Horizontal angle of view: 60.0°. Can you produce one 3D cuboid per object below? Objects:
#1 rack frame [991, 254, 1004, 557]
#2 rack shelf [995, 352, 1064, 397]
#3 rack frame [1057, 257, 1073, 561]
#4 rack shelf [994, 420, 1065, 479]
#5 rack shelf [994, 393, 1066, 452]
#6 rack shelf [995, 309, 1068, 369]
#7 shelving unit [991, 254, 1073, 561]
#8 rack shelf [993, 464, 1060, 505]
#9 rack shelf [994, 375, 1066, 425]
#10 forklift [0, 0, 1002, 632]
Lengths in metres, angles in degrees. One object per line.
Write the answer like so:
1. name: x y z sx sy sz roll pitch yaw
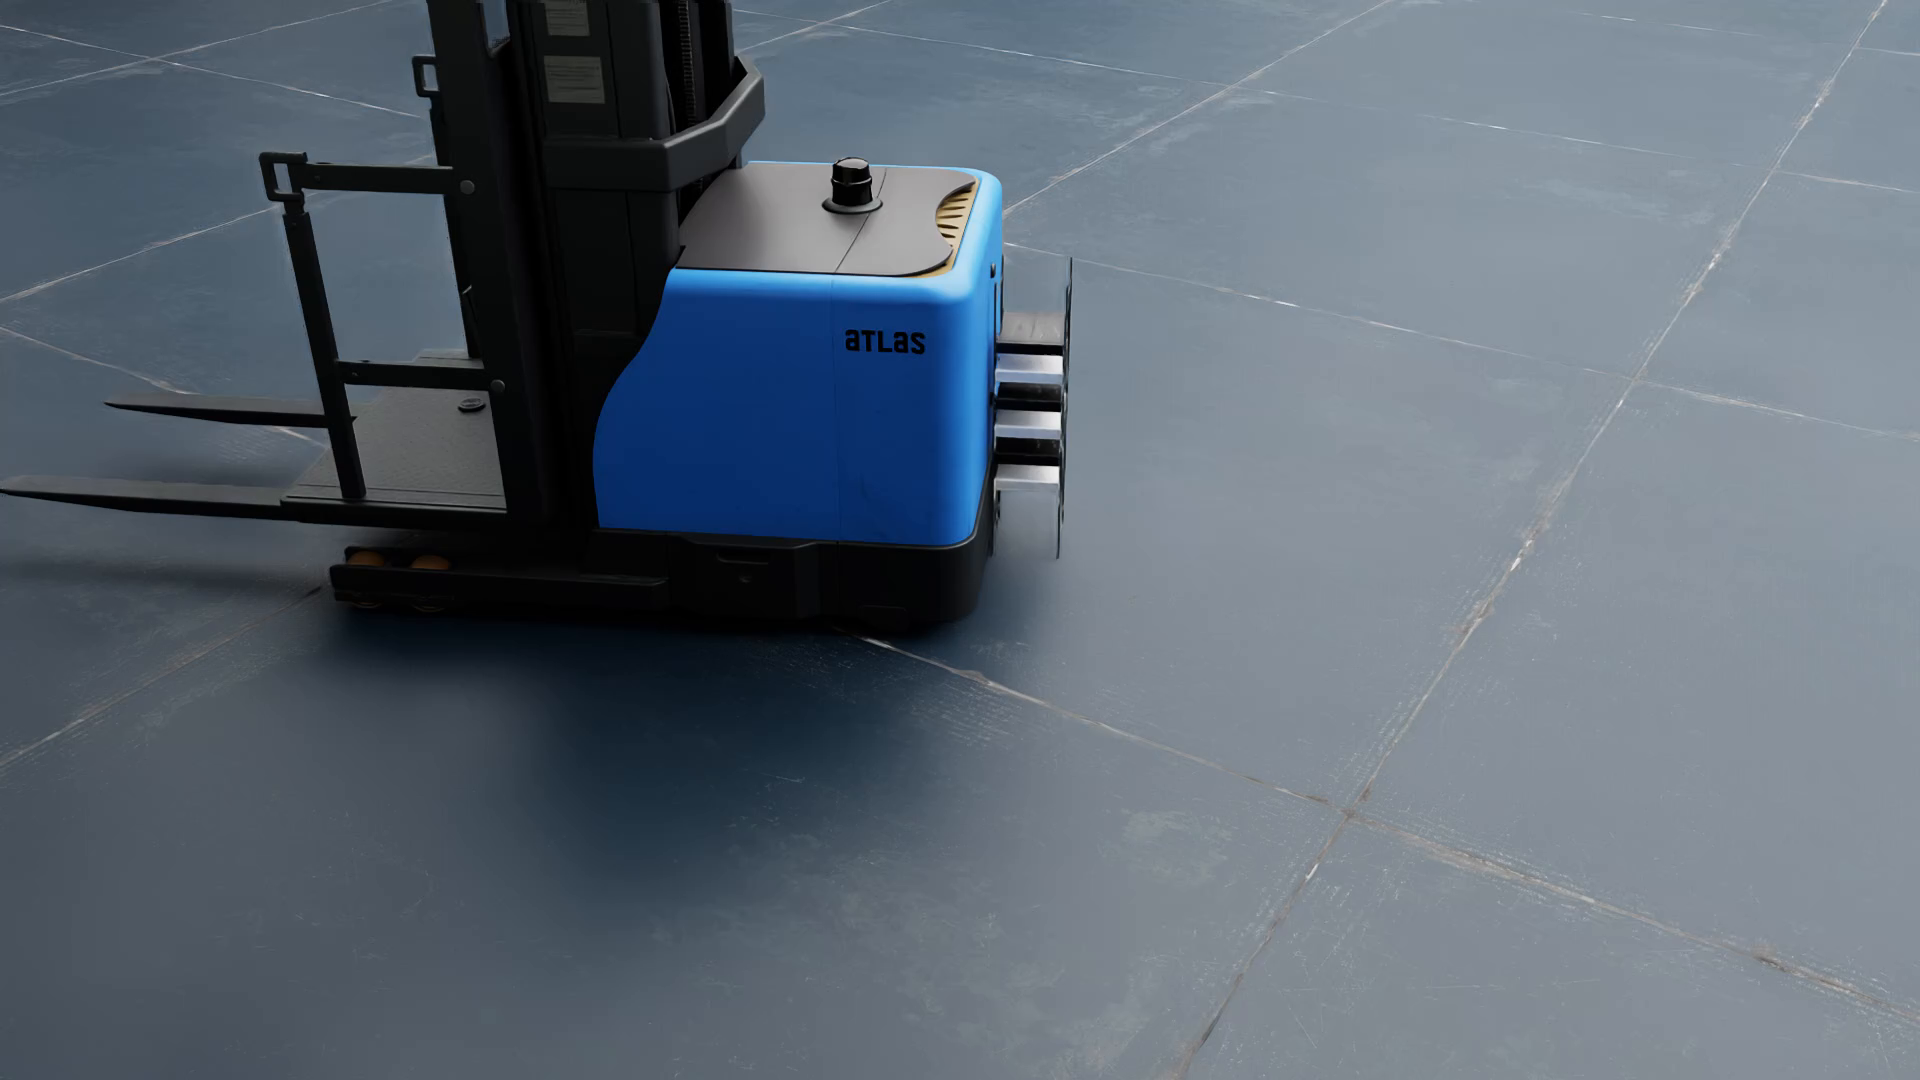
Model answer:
1. rack frame: 0.113 -0.396 5.036 0.006 0.900 0.240 3 30 5
2. rack shelf: 0.214 -0.517 4.953 0.200 0.077 0.258 3 30 5
3. rack frame: 0.315 -0.385 5.017 0.006 0.900 0.240 3 30 5
4. rack shelf: 0.214 -0.284 5.089 0.200 0.077 0.258 3 30 5
5. rack shelf: 0.214 -0.362 5.044 0.200 0.077 0.258 3 30 5
6. rack shelf: 0.214 -0.595 4.907 0.200 0.077 0.258 3 30 5
7. shelving unit: 0.214 -0.391 5.027 0.210 0.900 0.258 3 30 5
8. rack shelf: 0.214 -0.206 5.134 0.200 0.077 0.258 3 30 5
9. rack shelf: 0.214 -0.440 4.998 0.200 0.077 0.258 3 30 5
10. forklift: -1.411 -1.314 4.593 3.031 2.935 1.130 3 30 5
